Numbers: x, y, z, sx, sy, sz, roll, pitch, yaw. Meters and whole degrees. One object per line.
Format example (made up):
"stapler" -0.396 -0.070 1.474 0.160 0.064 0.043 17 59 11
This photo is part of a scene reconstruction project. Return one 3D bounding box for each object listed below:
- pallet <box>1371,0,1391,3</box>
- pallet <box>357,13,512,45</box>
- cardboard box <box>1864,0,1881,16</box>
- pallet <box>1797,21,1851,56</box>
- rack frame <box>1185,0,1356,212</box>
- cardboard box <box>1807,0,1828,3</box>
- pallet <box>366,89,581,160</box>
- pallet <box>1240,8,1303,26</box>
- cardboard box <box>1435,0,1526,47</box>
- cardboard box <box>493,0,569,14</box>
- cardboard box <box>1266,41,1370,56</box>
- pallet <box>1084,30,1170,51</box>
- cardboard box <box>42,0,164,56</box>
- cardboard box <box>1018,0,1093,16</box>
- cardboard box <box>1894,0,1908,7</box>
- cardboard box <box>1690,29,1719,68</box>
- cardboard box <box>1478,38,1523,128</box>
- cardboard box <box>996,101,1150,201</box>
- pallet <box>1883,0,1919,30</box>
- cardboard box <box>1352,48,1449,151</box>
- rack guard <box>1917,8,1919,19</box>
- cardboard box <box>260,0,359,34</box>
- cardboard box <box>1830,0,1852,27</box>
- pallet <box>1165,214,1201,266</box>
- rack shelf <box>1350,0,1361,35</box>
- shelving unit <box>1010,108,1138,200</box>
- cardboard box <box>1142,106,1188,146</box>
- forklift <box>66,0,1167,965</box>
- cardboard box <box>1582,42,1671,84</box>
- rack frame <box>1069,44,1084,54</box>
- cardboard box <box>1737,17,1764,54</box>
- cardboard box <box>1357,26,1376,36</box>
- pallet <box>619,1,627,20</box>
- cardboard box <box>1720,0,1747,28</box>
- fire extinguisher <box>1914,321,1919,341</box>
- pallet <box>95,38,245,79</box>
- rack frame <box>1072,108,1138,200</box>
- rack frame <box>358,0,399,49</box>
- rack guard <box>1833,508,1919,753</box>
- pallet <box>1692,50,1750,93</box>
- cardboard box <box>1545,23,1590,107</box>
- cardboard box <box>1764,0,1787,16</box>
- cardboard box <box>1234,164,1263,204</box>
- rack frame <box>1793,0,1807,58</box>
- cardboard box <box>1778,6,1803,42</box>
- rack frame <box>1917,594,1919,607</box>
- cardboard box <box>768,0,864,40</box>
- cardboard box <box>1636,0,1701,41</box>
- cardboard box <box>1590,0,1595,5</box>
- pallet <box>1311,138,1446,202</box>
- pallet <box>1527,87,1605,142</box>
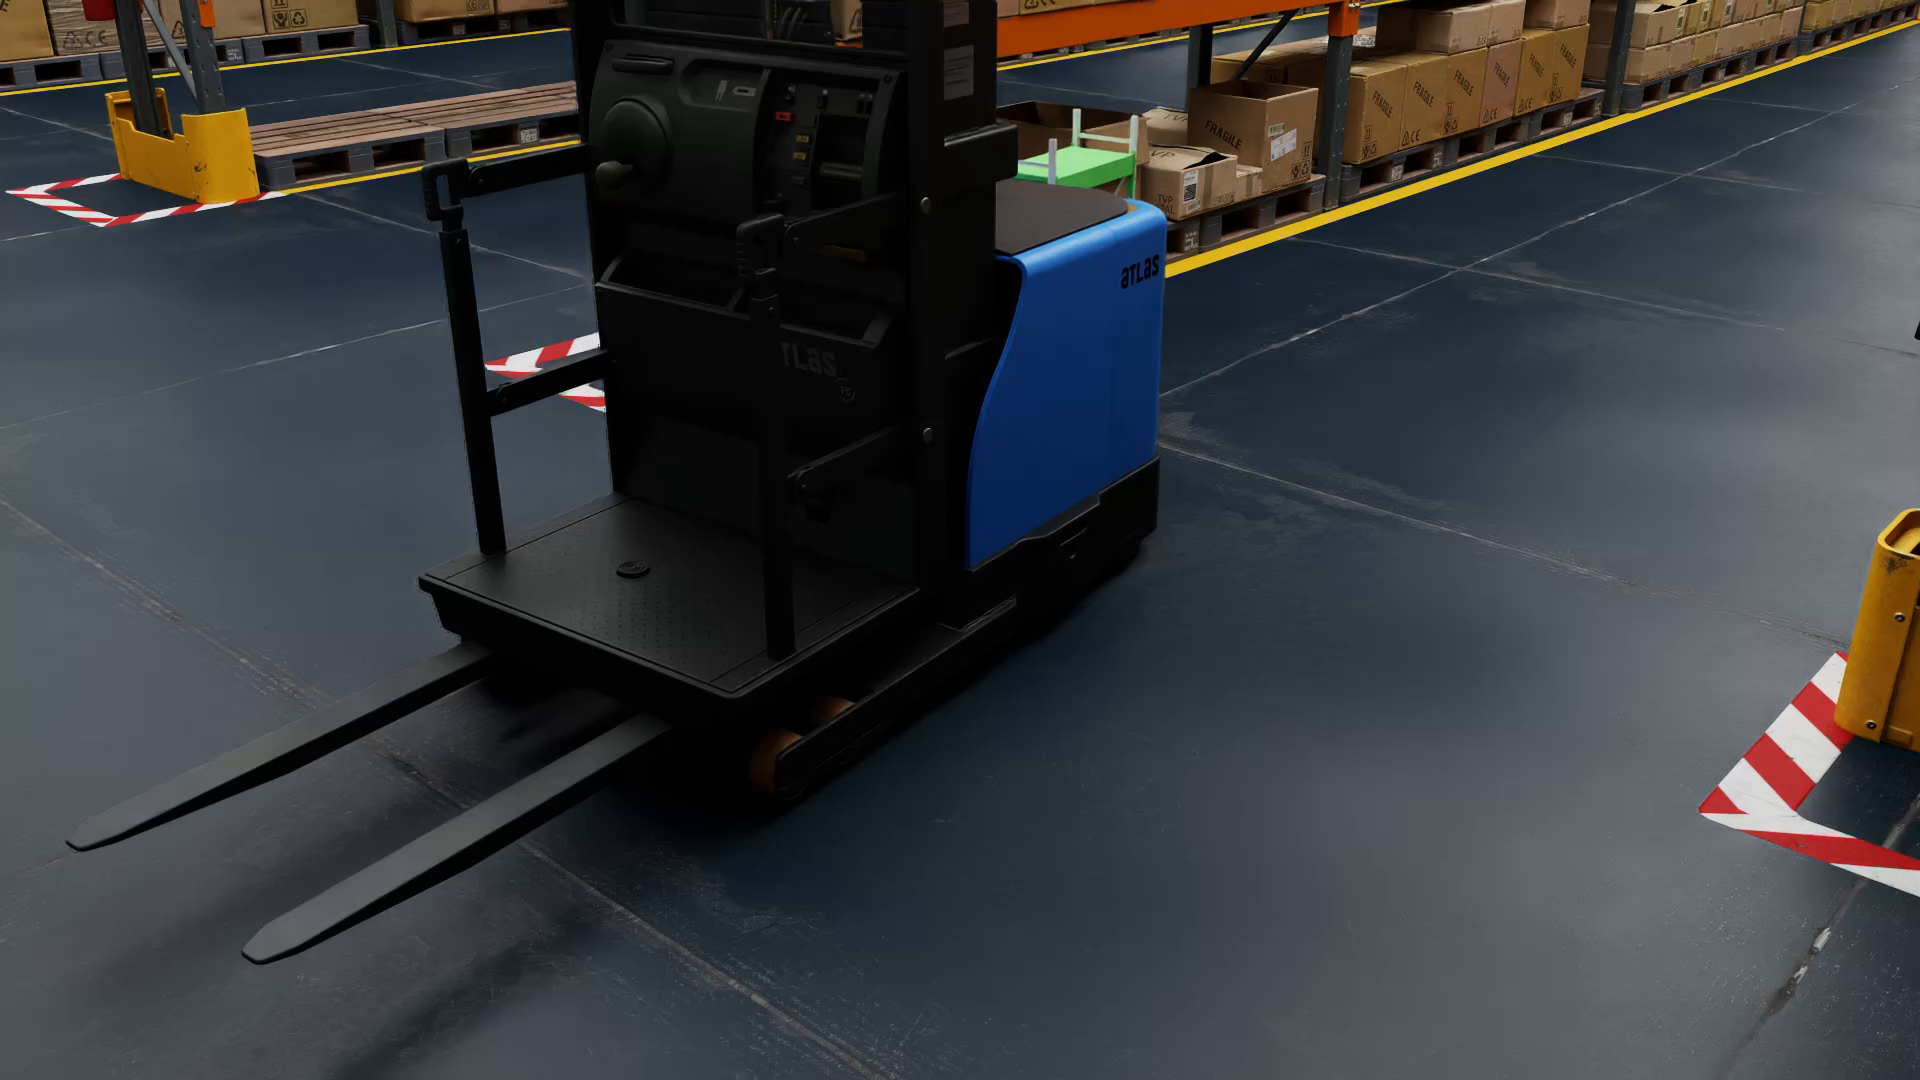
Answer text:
"pallet" 4.681 -6.455 19.388 1.003 0.211 1.213 20 31 38
"pallet" -5.182 -5.059 16.275 1.003 0.211 1.213 20 31 38
"cardboard box" 8.613 -5.258 16.159 0.500 0.250 0.500 20 31 38
"pallet" 7.635 -4.765 15.620 1.003 0.211 1.213 20 31 38
"rack frame" 1.734 -3.370 9.099 1.000 3.000 0.127 20 31 38
"cardboard box" 7.616 -5.142 14.982 0.500 0.500 0.500 20 31 38
"pallet" -3.228 -2.843 11.332 1.003 0.211 1.213 20 31 38
"pallet" 2.892 -5.638 17.567 1.003 0.211 1.213 20 31 38
"cardboard box" 3.240 -3.310 10.568 0.500 0.250 0.500 19 31 37
"cardboard box" -4.632 -5.771 16.538 1.225 0.875 0.875 19 30 36
"cardboard box" 2.186 -2.807 10.361 0.500 0.500 0.500 20 31 38
"pallet" 1.264 -4.895 15.909 1.003 0.211 1.213 20 31 38
"cardboard box" -7.335 -4.573 13.867 0.875 0.875 0.875 20 31 38
"cardboard box" 0.235 -2.570 7.194 0.500 0.500 0.500 20 31 37
"cardboard box" 9.280 -5.563 16.838 0.500 0.250 0.500 20 31 38
"cardboard box" 5.649 -3.918 13.169 0.500 0.250 0.500 19 30 36
"cardboard box" 3.263 -2.980 10.748 0.500 0.500 0.500 19 30 36
"cardboard box" 0.484 -1.857 8.240 0.797 0.503 0.637 20 31 38
"pallet" 9.264 -5.509 17.278 1.003 0.211 1.213 20 31 38
"cardboard box" 2.586 -2.676 10.070 0.500 0.500 0.500 21 31 38
"rack guard" 9.759 -5.892 17.781 1.175 0.500 0.348 20 31 38
"cardboard box" -6.140 -5.118 15.083 0.875 0.875 0.875 20 31 38
"cardboard box" 7.946 -4.953 15.479 0.500 0.250 0.500 20 31 38
"pallet" 0.461 -1.515 8.370 1.003 0.211 1.213 20 31 38
"rack shelf" 3.069 -3.651 10.605 1.077 0.370 4.000 20 31 38
"shelving unit" 0.333 -0.768 5.497 0.258 1.200 0.503 16 29 32
"cardboard box" 1.293 -2.275 9.405 0.500 0.311 0.500 20 31 38
"forklift" -0.654 -0.952 3.790 1.130 2.935 3.031 16 29 32
"cardboard box" 4.972 -3.605 12.470 0.500 0.250 0.500 20 31 37
"rack frame" 0.718 -5.942 14.836 1.000 3.000 0.127 20 31 38
"cardboard box" 6.333 -4.229 13.863 0.500 0.250 0.500 21 32 39
"cardboard box" 2.859 -3.115 11.048 0.500 0.500 0.500 19 30 36
"pallet" -3.553 -5.802 17.933 1.003 0.211 1.213 20 31 38
"cardboard box" 6.001 -4.334 13.413 0.500 0.311 0.500 20 31 37
"fire extinguisher" 2.312 -0.674 3.637 0.296 0.674 0.183 20 31 38
"pallet" -7.020 -4.219 14.403 1.003 0.211 1.213 20 31 38
"rack frame" 0.475 -0.849 5.678 0.240 1.200 0.015 16 29 32
"rack frame" -5.640 -6.076 15.134 1.000 3.000 0.127 20 31 38
"rack guard" 2.740 0.349 3.861 1.175 0.500 0.348 20 31 38
"pallet" 5.797 -3.926 13.748 1.003 0.211 1.213 20 31 38
"cardboard box" 3.954 -3.299 11.460 0.500 0.500 0.500 22 32 39
"cardboard box" 6.674 -4.638 14.090 0.500 0.311 0.500 21 32 39
"cardboard box" 1.360 -1.888 8.741 0.380 0.149 0.250 20 31 38
"rack frame" 7.073 -5.807 14.535 1.000 3.000 0.127 20 31 38
"cardboard box" 7.013 -4.538 14.553 0.500 0.250 0.500 20 31 37
"rack frame" 2.756 -0.799 3.366 1.000 3.000 0.127 20 31 38
"cardboard box" -0.443 -2.260 6.501 0.500 0.500 0.500 21 32 39
"cardboard box" 5.316 -4.023 12.718 0.500 0.311 0.500 19 31 36
"cardboard box" 4.570 -4.008 12.685 0.500 0.311 0.500 21 32 39
"pallet" 2.249 -2.355 10.245 1.003 0.211 1.213 20 31 38
"pallet" 3.877 -3.099 11.903 1.003 0.211 1.213 20 31 38
